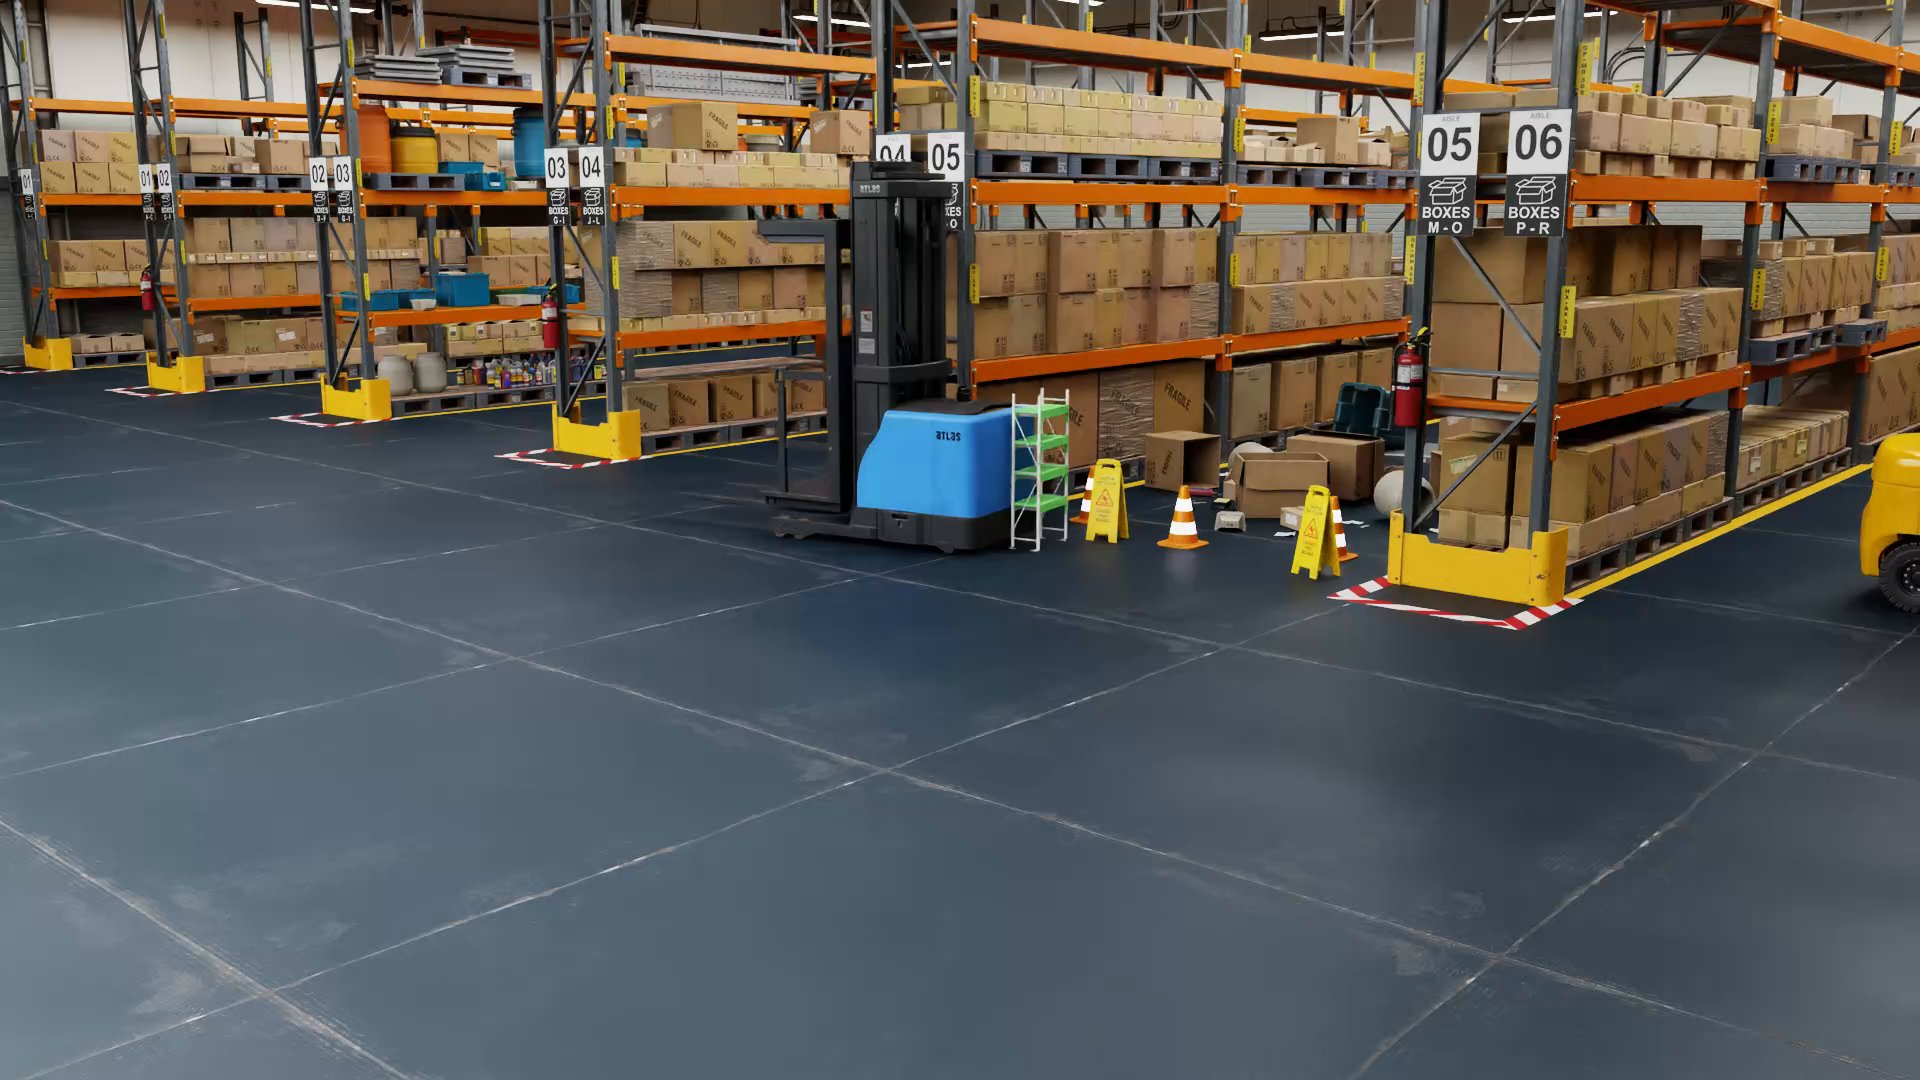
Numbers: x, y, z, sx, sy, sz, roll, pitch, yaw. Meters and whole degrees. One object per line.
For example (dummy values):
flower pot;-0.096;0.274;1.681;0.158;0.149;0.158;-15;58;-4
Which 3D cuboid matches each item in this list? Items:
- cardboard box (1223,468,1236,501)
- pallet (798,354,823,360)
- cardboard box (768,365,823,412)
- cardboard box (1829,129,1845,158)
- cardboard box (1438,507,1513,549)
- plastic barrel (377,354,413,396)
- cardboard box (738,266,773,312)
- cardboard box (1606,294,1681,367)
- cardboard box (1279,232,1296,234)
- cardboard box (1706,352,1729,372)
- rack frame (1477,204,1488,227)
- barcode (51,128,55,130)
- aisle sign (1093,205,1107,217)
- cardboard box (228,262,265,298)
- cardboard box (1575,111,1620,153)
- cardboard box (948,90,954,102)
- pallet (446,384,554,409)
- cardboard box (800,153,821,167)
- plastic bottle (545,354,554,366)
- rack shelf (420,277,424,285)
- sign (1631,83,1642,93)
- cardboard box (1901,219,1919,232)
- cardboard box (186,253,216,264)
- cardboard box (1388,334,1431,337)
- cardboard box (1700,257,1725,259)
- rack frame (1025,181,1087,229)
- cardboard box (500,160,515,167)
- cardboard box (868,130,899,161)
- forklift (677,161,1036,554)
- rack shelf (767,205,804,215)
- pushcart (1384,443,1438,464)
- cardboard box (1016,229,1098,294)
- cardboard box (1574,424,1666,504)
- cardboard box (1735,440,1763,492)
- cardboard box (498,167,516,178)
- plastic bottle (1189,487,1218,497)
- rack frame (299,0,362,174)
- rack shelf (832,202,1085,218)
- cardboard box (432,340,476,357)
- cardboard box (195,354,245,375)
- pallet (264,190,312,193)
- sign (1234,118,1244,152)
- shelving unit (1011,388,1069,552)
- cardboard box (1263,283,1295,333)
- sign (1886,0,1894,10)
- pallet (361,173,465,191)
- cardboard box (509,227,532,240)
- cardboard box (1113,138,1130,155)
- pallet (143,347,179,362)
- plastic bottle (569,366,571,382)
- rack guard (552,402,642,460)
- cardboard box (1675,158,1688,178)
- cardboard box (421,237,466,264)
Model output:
cardboard box;2.595;-0.495;15.010;0.258;0.266;0.396;-9;14;-38
pallet;-1.903;-2.965;27.520;1.003;0.211;1.213;10;15;40
cardboard box;-1.979;-1.824;19.994;0.500;0.500;0.500;-7;13;-30
cardboard box;7.468;-3.491;14.681;0.500;0.250;0.500;10;15;40
cardboard box;3.839;-0.128;12.140;0.500;0.250;0.500;10;15;40
plastic barrel;-7.296;-2.127;21.483;0.421;0.512;0.421;0;11;0
cardboard box;-2.628;-2.896;19.035;0.875;0.500;0.500;10;15;40
cardboard box;5.017;-1.569;12.395;0.500;0.500;0.500;9;15;39
cardboard box;5.147;-4.786;27.222;0.500;0.500;0.500;9;15;39
cardboard box;5.989;-1.454;13.473;0.380;0.149;0.250;10;15;42
rack frame;7.627;-3.504;23.094;1.000;3.000;0.127;10;15;40
barcode;-15.022;-6.789;27.545;0.001;0.075;0.075;10;15;40
aisle sign;2.713;-6.712;32.522;0.394;0.787;0.004;10;15;40
cardboard box;-10.731;-3.869;24.671;0.700;0.500;0.500;10;15;42
cardboard box;4.023;-2.696;11.014;0.500;0.250;0.500;9;15;39
cardboard box;-0.160;-3.862;14.507;0.380;0.149;0.250;10;15;41
pallet;-6.313;-1.982;22.595;1.003;0.211;1.213;10;15;40
cardboard box;-1.818;-4.371;19.143;0.380;0.149;0.250;9;15;39
plastic bottle;-5.769;-2.456;23.489;0.144;0.351;0.185;10;15;40
rack shelf;-11.155;-4.845;31.649;1.077;0.370;4.000;10;15;40
sign;5.712;-3.690;14.045;0.100;0.325;0.005;10;15;40
cardboard box;11.632;-3.847;20.350;0.380;0.149;0.250;10;15;42
cardboard box;-10.971;-4.073;24.031;0.380;0.149;0.250;10;15;40
cardboard box;5.914;-2.546;21.694;0.500;0.250;0.500;10;15;42
cardboard box;6.591;-2.273;14.846;0.500;0.500;0.500;10;15;41
rack frame;1.328;-3.571;23.433;1.000;3.000;0.127;10;15;40
cardboard box;-9.247;-7.392;33.524;0.700;0.500;0.500;9;14;37
cardboard box;-0.928;-4.767;20.423;0.797;0.503;0.637;9;14;38
forklift;-0.927;-1.525;13.362;3.031;2.935;1.130;7;13;30
rack shelf;-2.150;-6.853;34.044;1.077;0.370;4.000;10;15;40
pushcart;4.386;-0.703;15.767;1.648;0.377;0.936;4;12;21
cardboard box;0.746;-2.548;15.172;0.875;0.550;0.550;10;15;40
cardboard box;4.926;-0.575;12.465;0.500;0.500;0.500;10;15;41
cardboard box;6.476;-0.696;14.675;0.950;0.372;0.625;10;15;41
cardboard box;-7.443;-6.141;27.950;0.500;0.250;0.500;8;14;36
plastic bottle;2.227;-0.437;15.241;0.283;0.061;0.133;4;12;21
rack frame;-7.673;-5.976;20.158;1.000;3.000;0.127;10;15;40
rack shelf;0.008;-4.395;21.736;1.077;0.370;4.000;10;15;40
cardboard box;-8.299;-3.149;27.266;0.500;0.250;0.500;9;15;39
cardboard box;-10.871;-2.583;24.434;0.500;0.250;0.500;10;15;40
pallet;-11.987;-6.360;30.216;1.213;0.211;1.003;10;15;40
sign;2.765;-4.018;16.491;0.100;0.325;0.005;10;15;40
shelving unit;0.622;-0.552;12.912;0.258;1.200;0.503;6;13;29
cardboard box;3.229;-2.492;17.777;0.500;0.500;0.500;10;15;41
sign;11.012;-6.431;19.647;0.100;0.325;0.005;10;15;40
pallet;-7.054;-4.522;21.017;1.003;0.211;1.213;10;15;40
cardboard box;-8.987;-6.177;33.501;0.500;0.250;0.500;9;15;40
cardboard box;1.340;-3.610;15.281;0.380;0.149;0.250;10;15;40
pallet;-13.697;-3.253;28.958;1.003;0.211;1.213;10;15;40
plastic bottle;-5.445;-2.317;22.966;0.133;0.283;0.061;-11;16;-44
rack guard;-3.903;-1.180;17.840;1.175;0.500;0.348;10;15;40
cardboard box;5.228;-2.786;12.487;0.380;0.149;0.250;10;15;42
cardboard box;-10.137;-5.687;32.646;0.700;0.500;0.500;8;14;34
